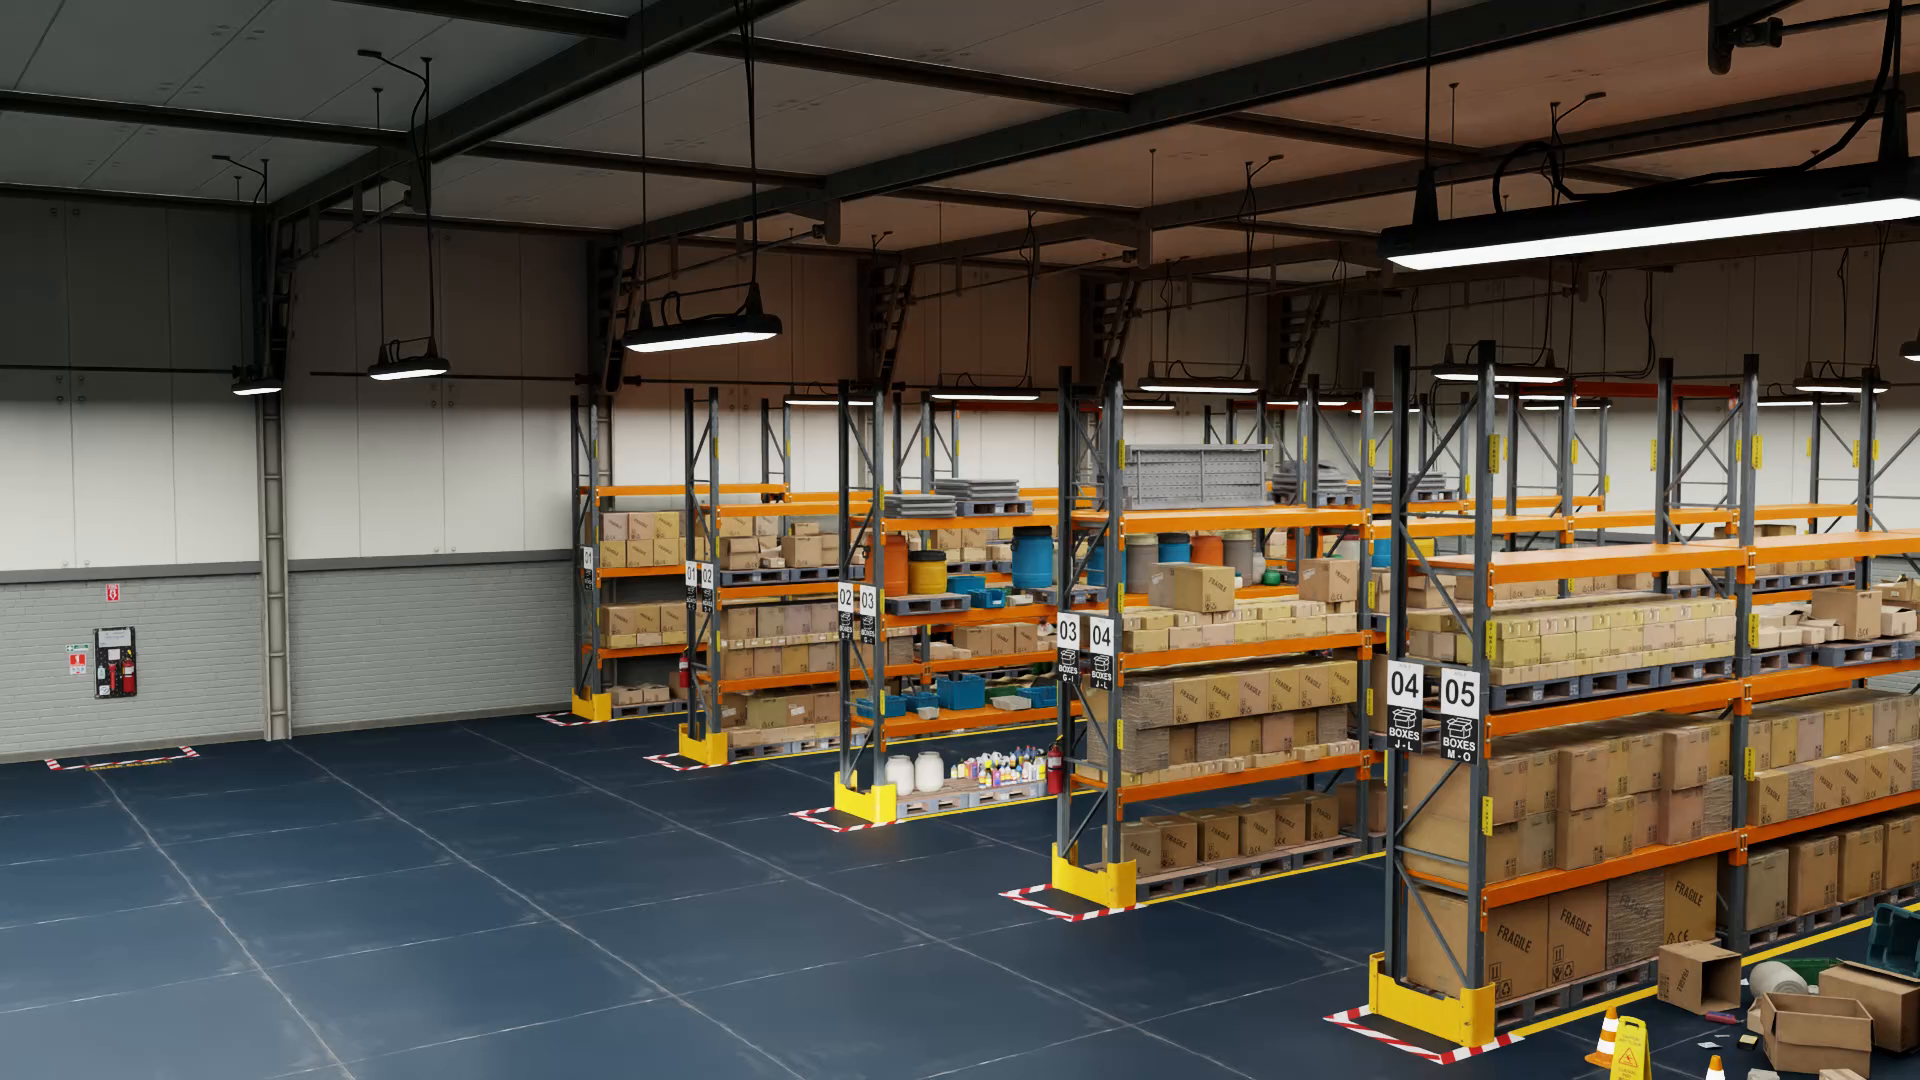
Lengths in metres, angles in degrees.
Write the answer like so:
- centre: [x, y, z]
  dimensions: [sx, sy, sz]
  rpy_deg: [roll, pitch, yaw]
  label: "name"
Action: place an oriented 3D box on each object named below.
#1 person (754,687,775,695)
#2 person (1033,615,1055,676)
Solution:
- centre: [-3.538, 2.497, 30.083]
  dimensions: [0.855, 1.696, 0.567]
  rpy_deg: [-2, 4, -32]
  label: "person"
- centre: [1.668, 2.296, 33.168]
  dimensions: [0.535, 1.842, 0.597]
  rpy_deg: [-1, 4, -23]
  label: "person"
